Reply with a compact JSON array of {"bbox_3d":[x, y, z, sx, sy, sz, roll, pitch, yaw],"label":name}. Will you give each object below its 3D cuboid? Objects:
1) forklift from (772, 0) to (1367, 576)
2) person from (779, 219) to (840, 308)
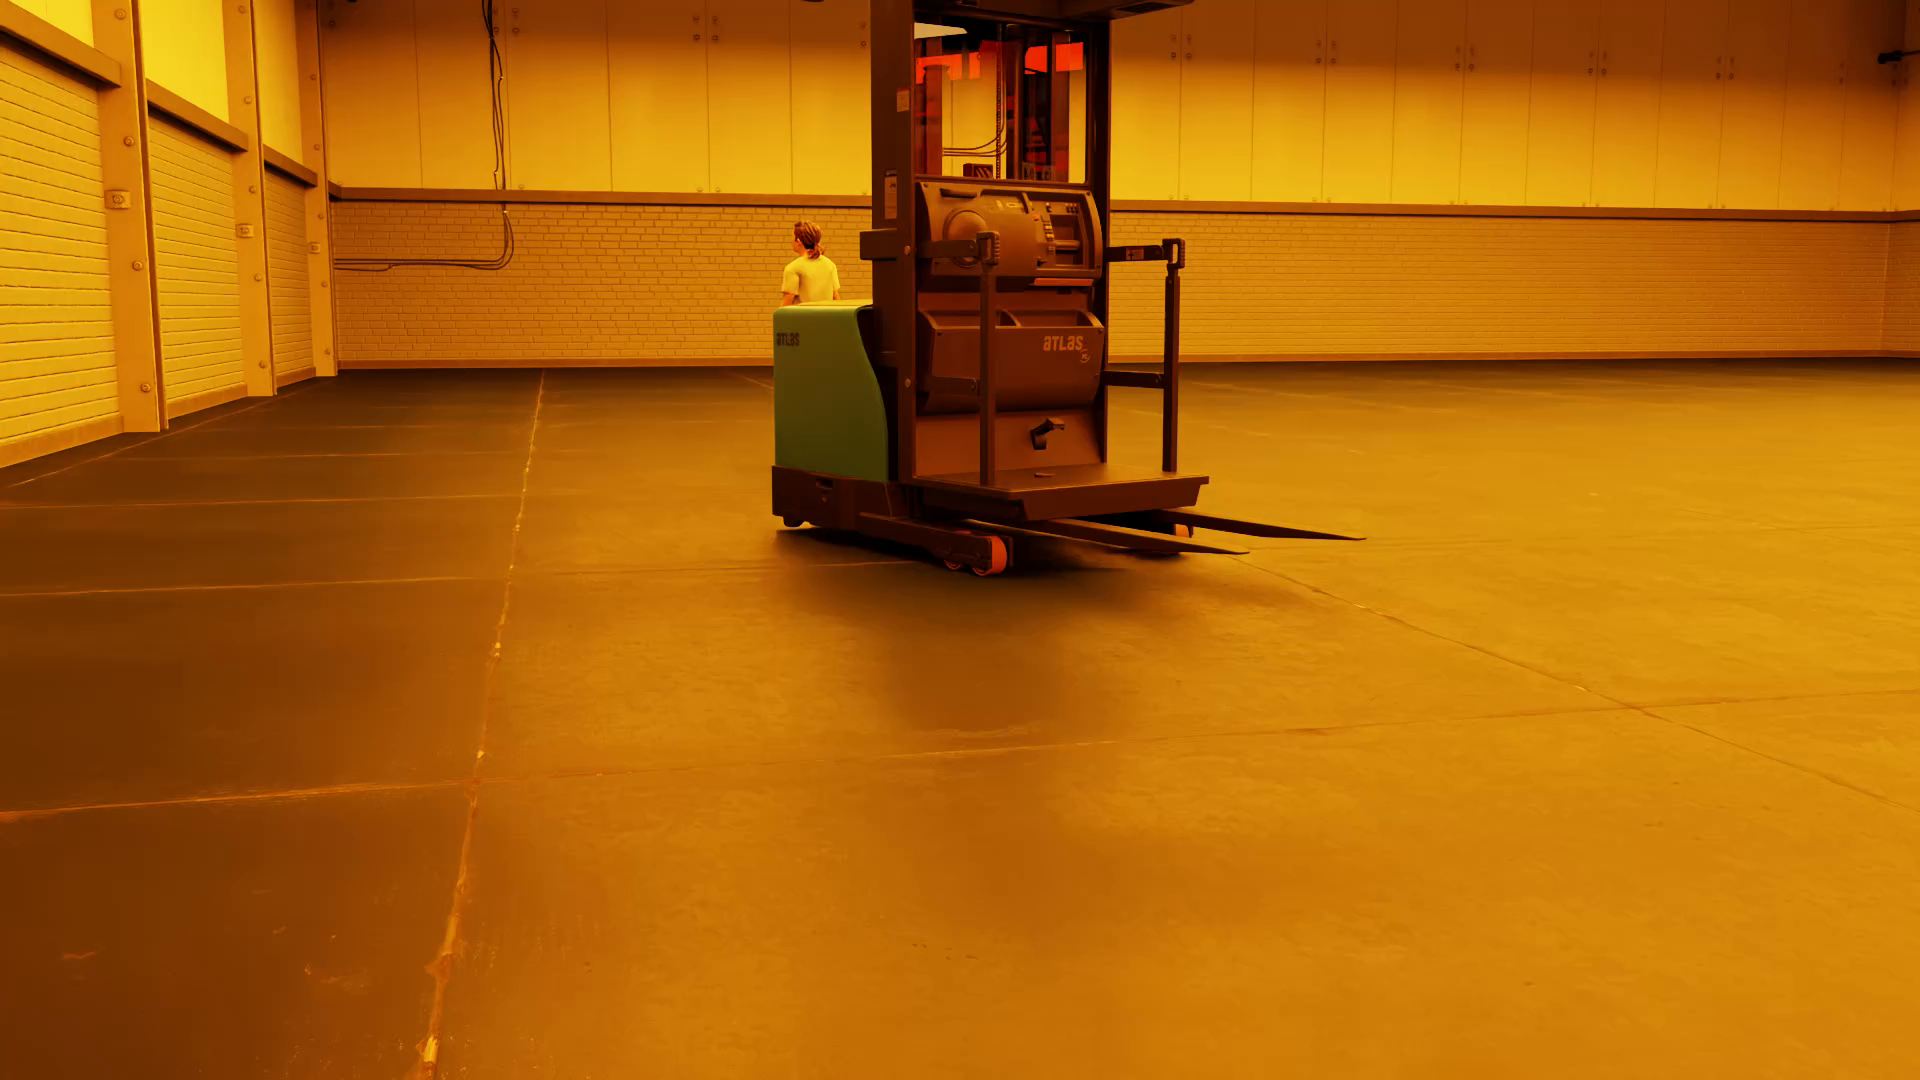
[{"bbox_3d":[0.355,-1.383,7.015,1.130,2.935,3.031,-6,10,-35],"label":"forklift"},{"bbox_3d":[-1.132,-1.443,11.947,0.549,1.665,0.533,-7,10,-40],"label":"person"}]
